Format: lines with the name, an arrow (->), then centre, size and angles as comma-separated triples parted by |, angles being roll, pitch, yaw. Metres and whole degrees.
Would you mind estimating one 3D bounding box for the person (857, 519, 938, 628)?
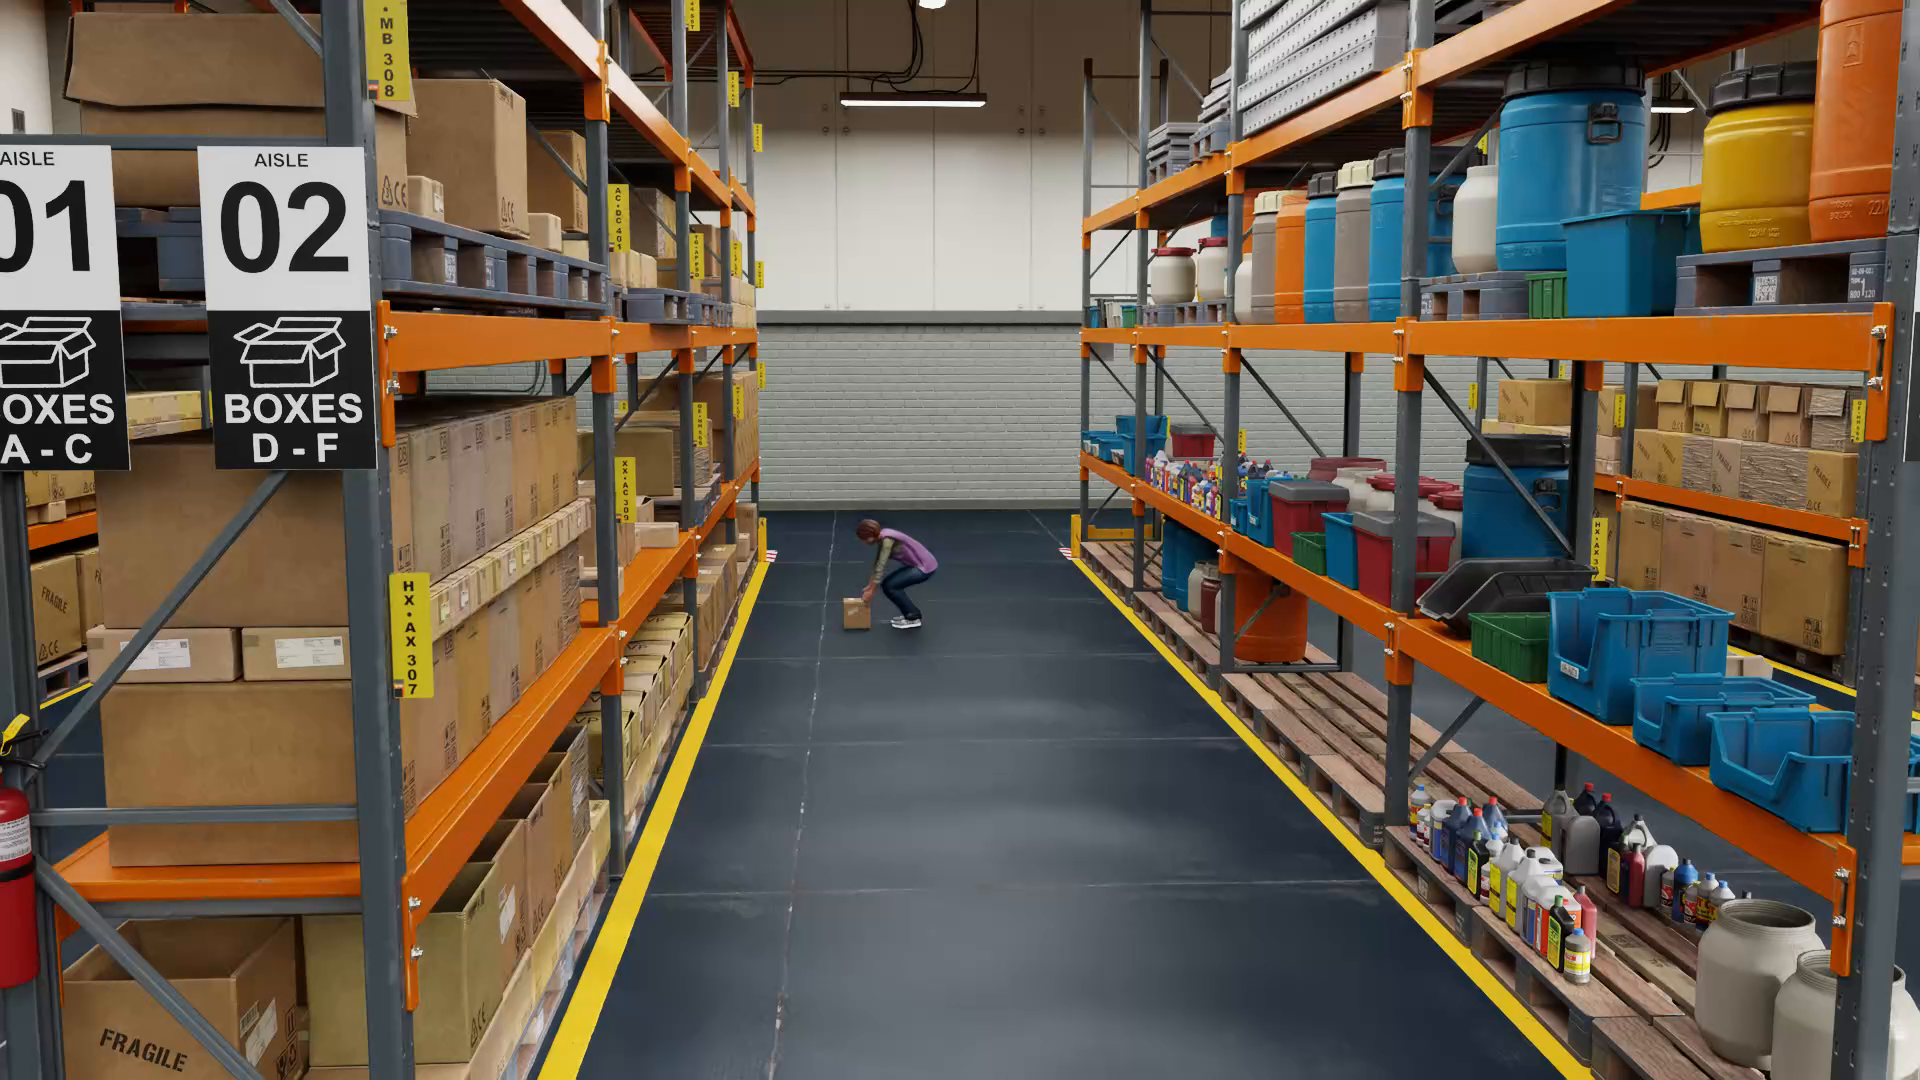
person -> -0.585, 0.316, 15.643 | 0.768, 1.010, 0.457 | 0, 7, -4
